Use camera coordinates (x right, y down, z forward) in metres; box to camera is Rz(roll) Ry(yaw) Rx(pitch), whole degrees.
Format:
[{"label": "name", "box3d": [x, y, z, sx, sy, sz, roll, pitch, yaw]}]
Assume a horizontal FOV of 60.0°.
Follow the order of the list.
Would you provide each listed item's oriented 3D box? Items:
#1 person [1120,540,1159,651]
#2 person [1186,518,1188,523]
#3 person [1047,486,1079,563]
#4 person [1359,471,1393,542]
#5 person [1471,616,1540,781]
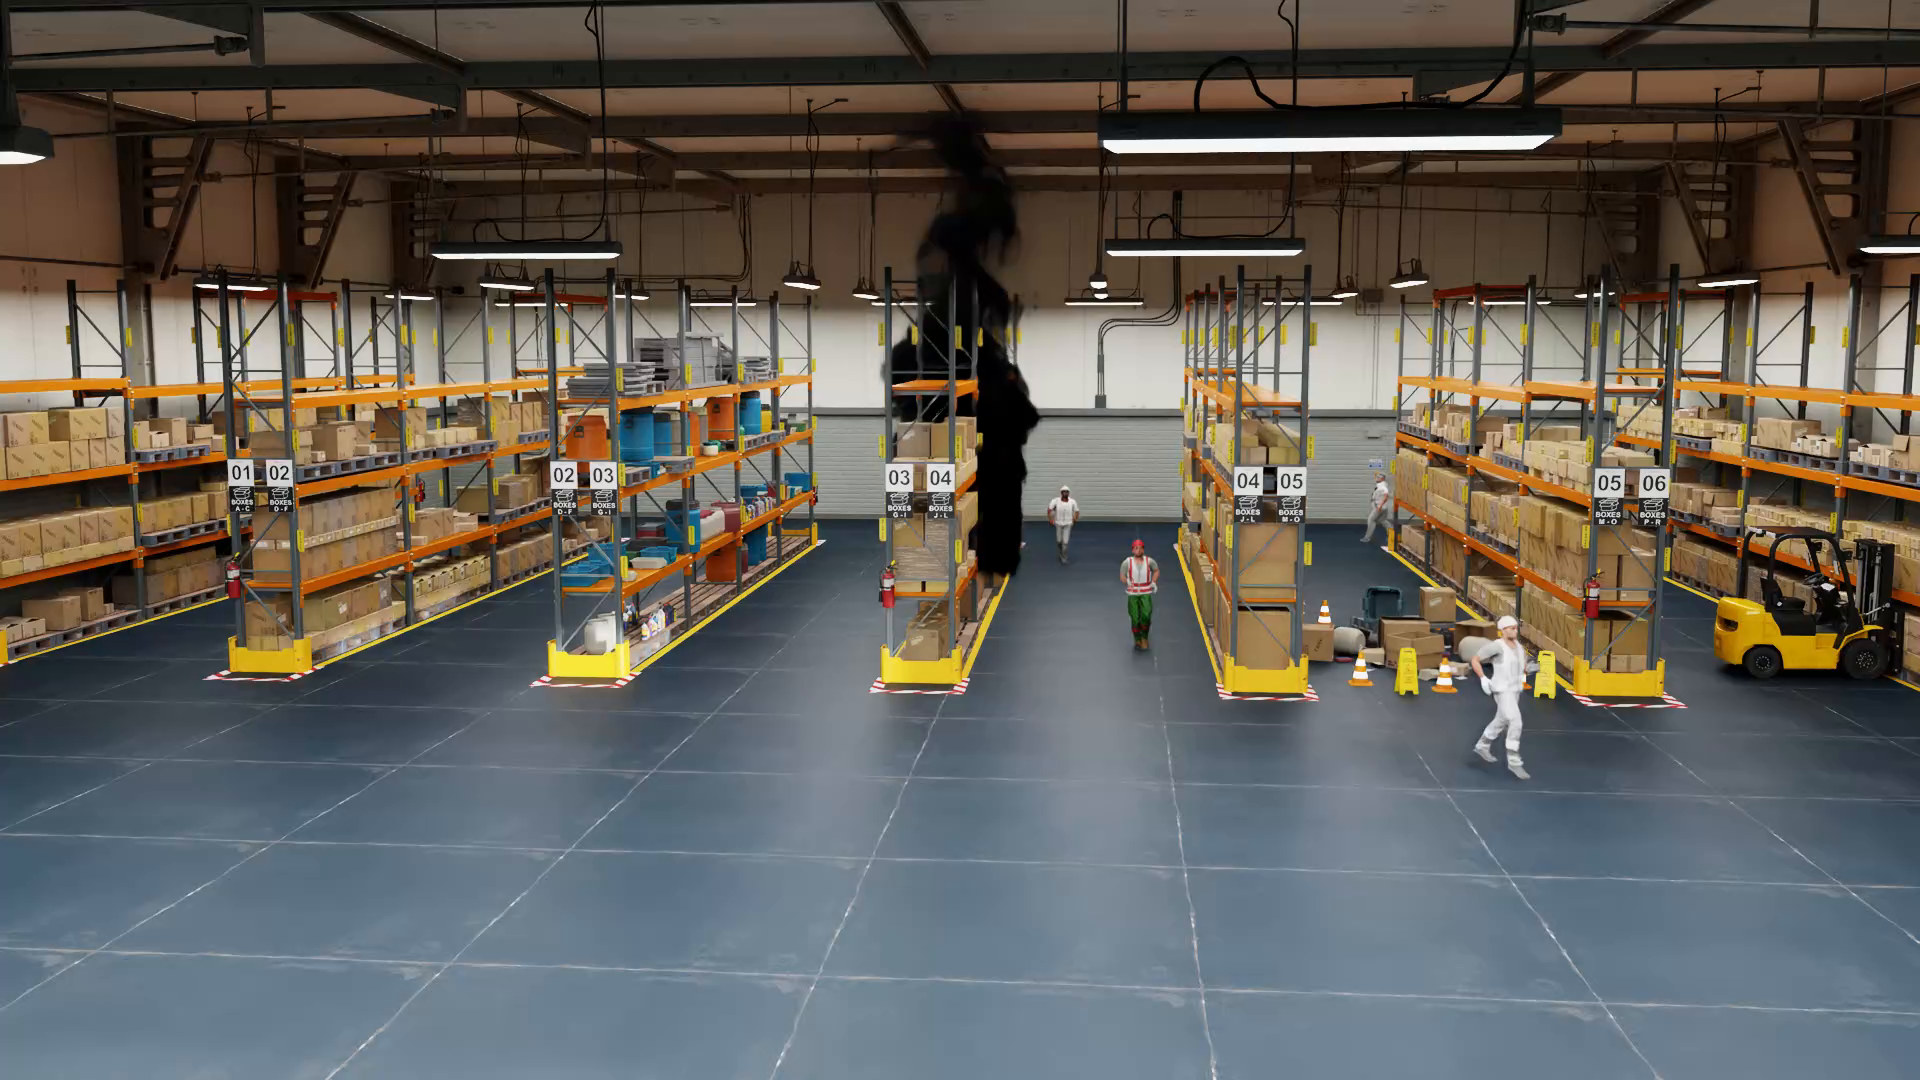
[{"label": "person", "box3d": [2.878, 0.888, 26.678, 0.628, 1.784, 0.692, 1, 7, 6]}, {"label": "person", "box3d": [5.685, -0.784, 40.875, 0.794, 1.660, 0.774, 3, 8, 24]}, {"label": "person", "box3d": [2.305, -0.345, 37.042, 0.701, 1.728, 0.543, 0, 7, 0]}, {"label": "person", "box3d": [10.176, -0.802, 40.497, 0.916, 1.758, 0.713, 3, 8, 23]}, {"label": "person", "box3d": [6.281, 1.782, 19.166, 0.653, 1.838, 0.830, -6, 9, -39]}]
